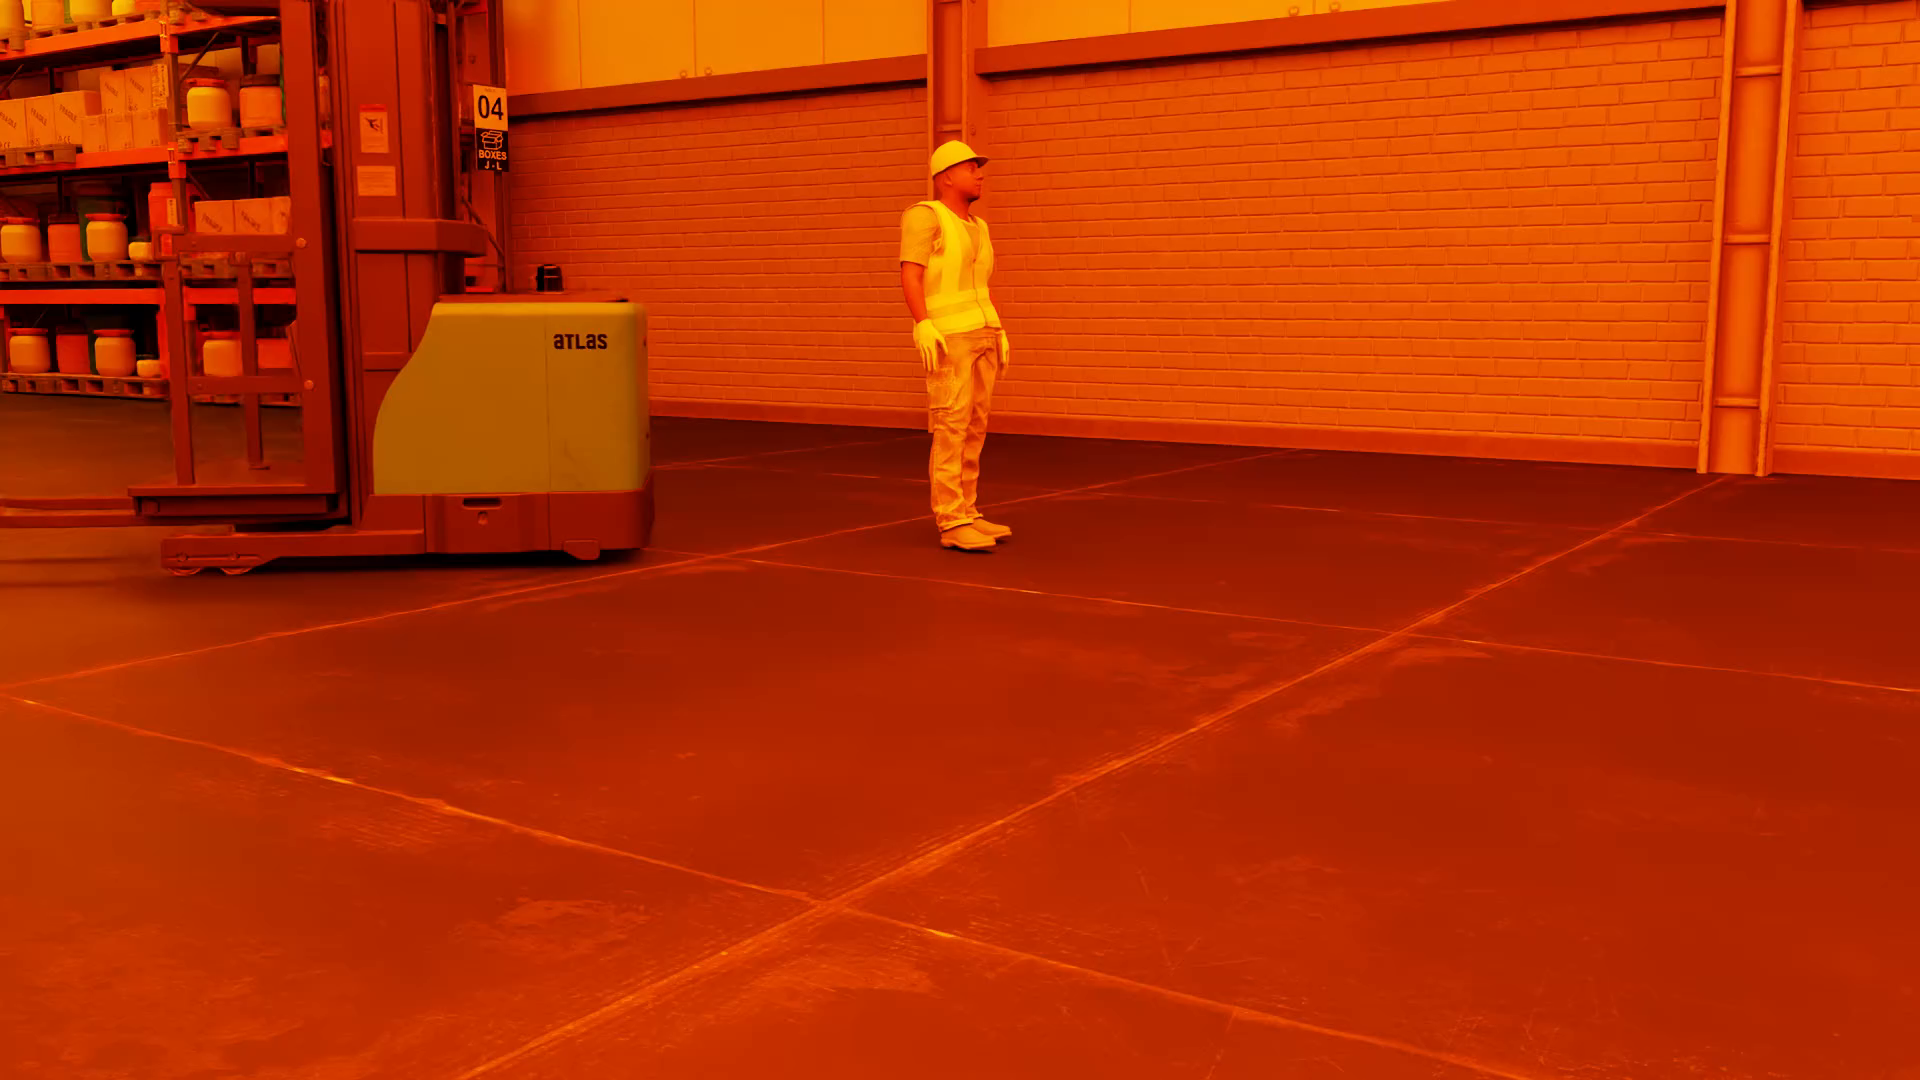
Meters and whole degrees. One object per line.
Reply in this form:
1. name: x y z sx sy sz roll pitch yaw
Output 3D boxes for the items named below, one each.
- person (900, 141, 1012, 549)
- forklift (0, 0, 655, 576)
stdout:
1. person: 0.055 -0.883 7.431 0.577 1.781 0.656 5 10 34
2. forklift: -2.868 -1.387 6.948 3.031 2.935 1.130 -1 8 -8
